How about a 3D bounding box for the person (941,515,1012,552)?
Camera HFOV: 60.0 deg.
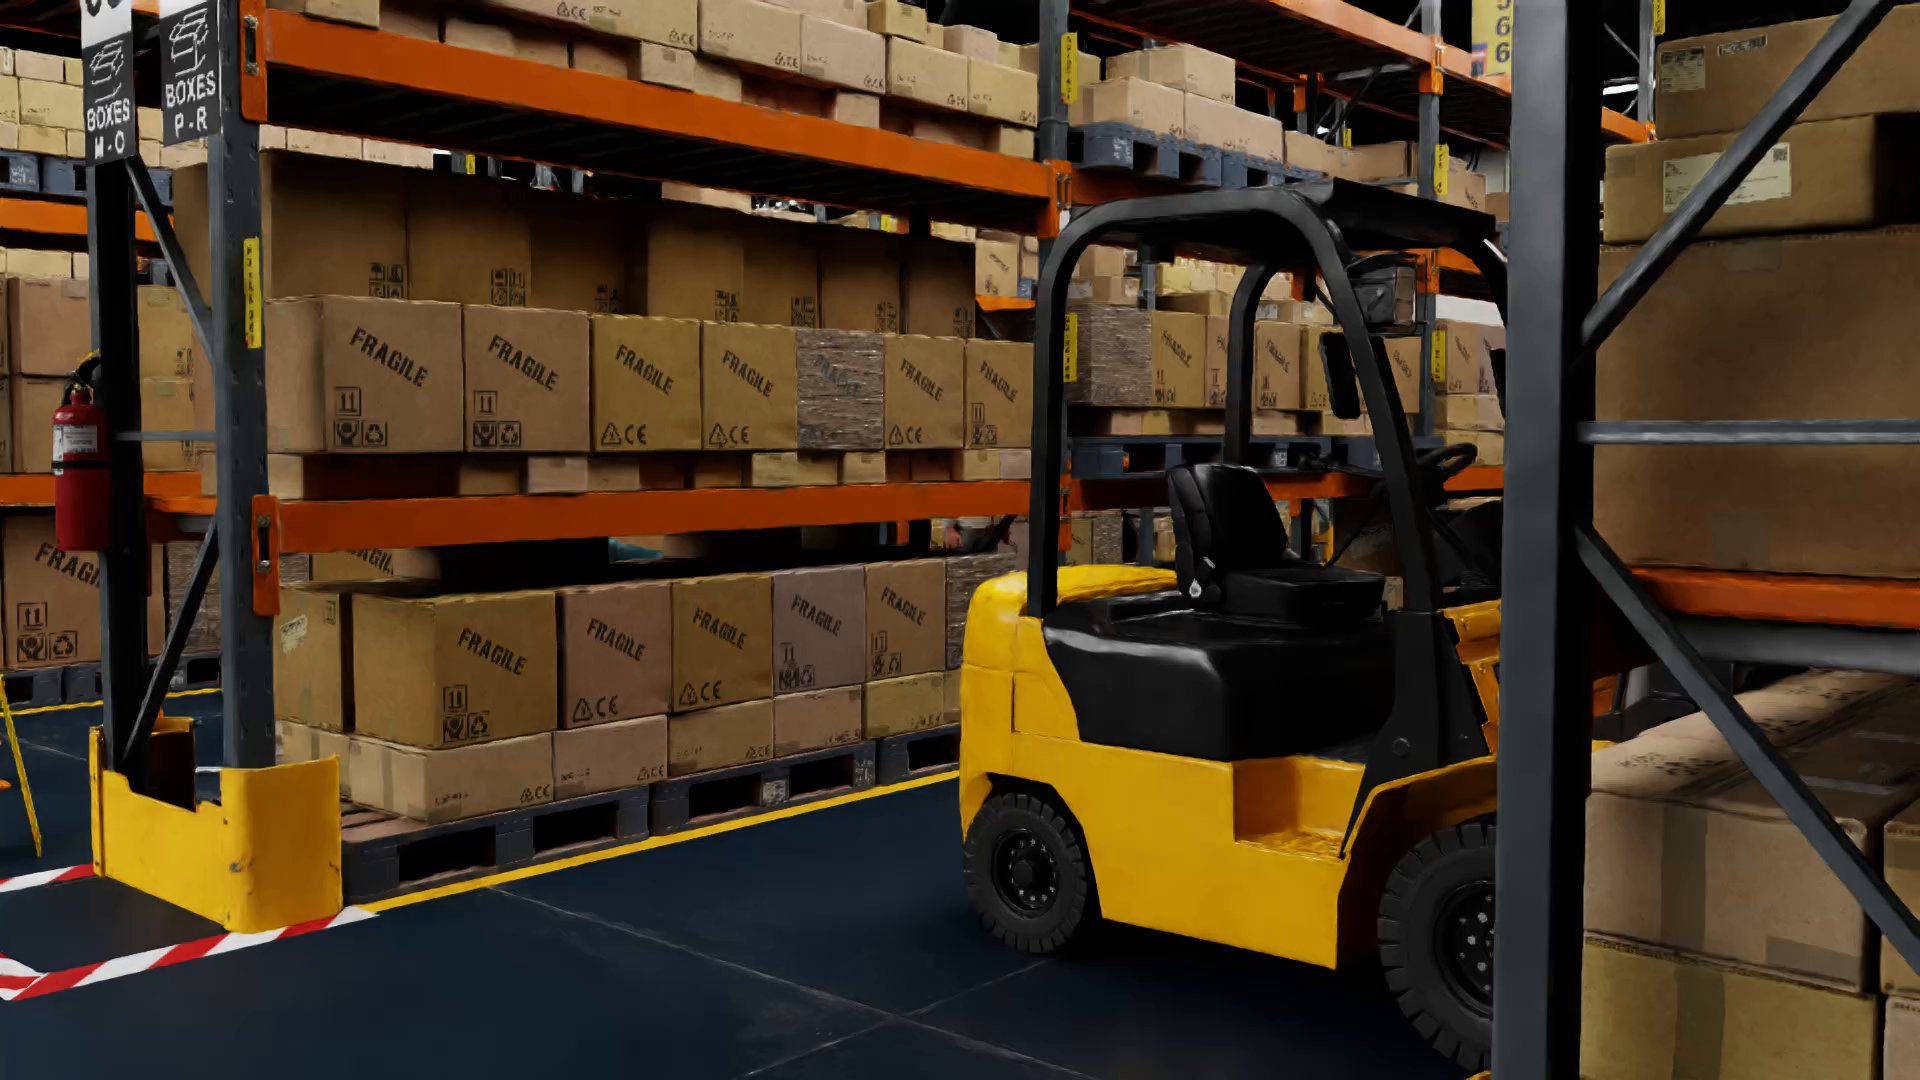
[{"bbox_3d":[0.099,-0.090,11.216,0.441,1.772,0.648,2,4,35],"label":"person"}]
